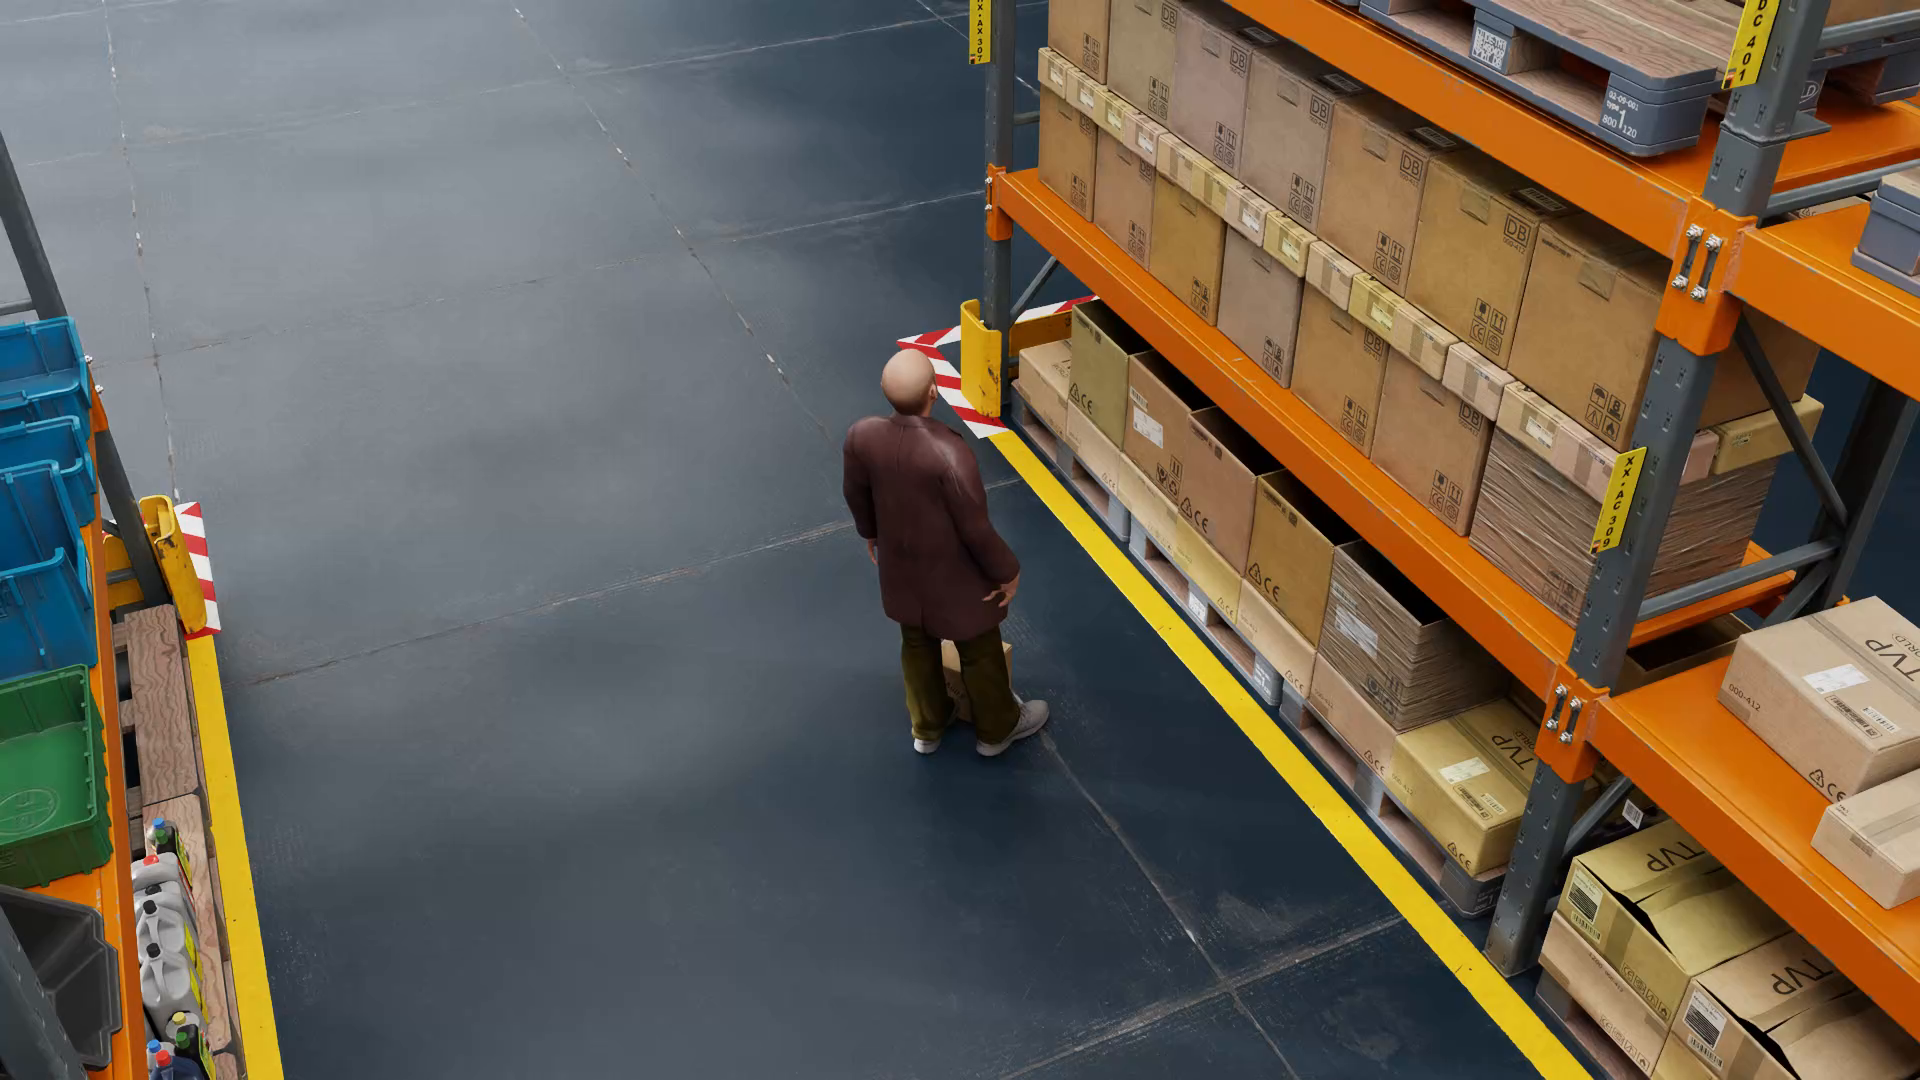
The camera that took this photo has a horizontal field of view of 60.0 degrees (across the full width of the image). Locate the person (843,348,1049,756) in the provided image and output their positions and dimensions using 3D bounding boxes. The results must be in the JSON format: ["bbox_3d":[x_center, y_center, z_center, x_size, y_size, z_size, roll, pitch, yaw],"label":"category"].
[{"bbox_3d":[-0.049,0.031,6.104,0.698,1.778,0.580,21,42,26],"label":"person"}]
